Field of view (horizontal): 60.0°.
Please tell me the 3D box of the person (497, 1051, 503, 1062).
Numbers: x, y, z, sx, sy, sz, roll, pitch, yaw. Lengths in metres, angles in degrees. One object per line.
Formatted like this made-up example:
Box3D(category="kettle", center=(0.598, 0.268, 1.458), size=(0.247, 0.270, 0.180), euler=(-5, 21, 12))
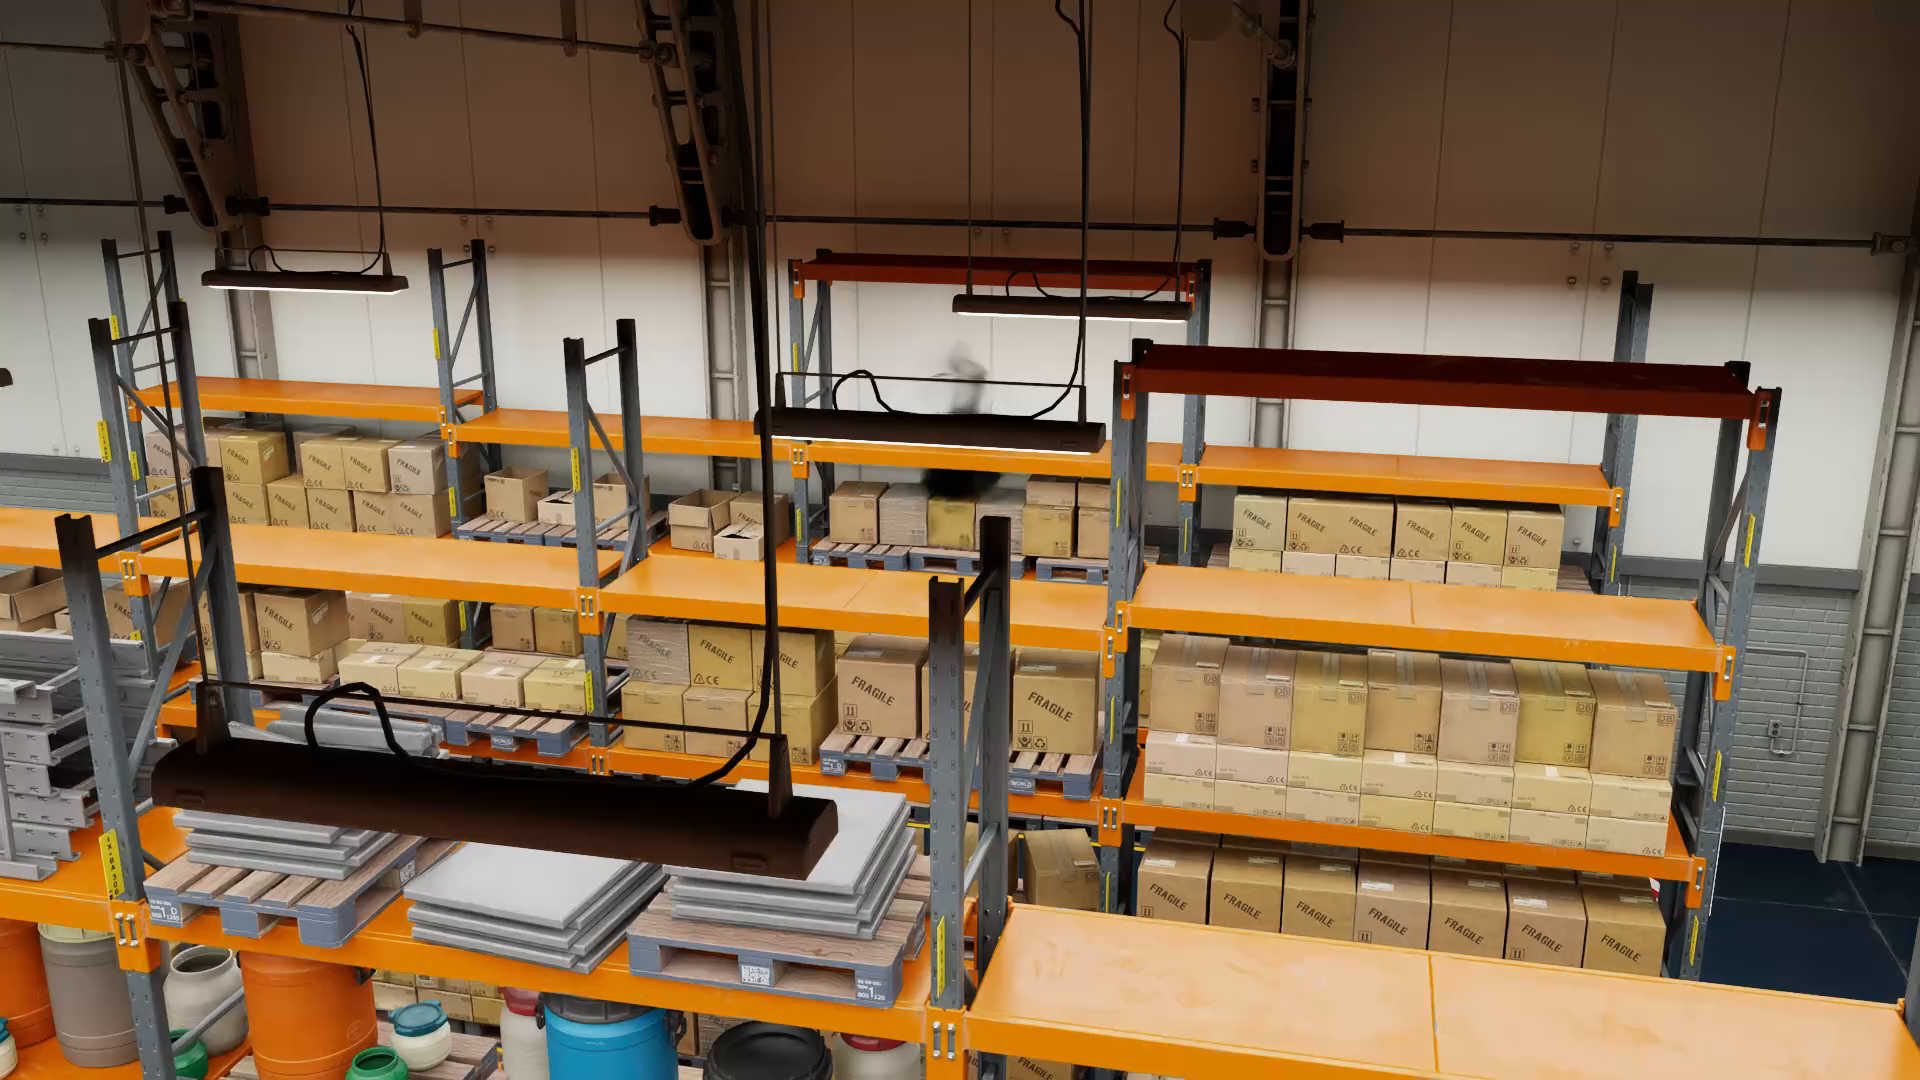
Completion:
Box3D(category="person", center=(-3.257, 4.164, 11.350), size=(0.511, 1.555, 0.527), euler=(2, 16, 6))
